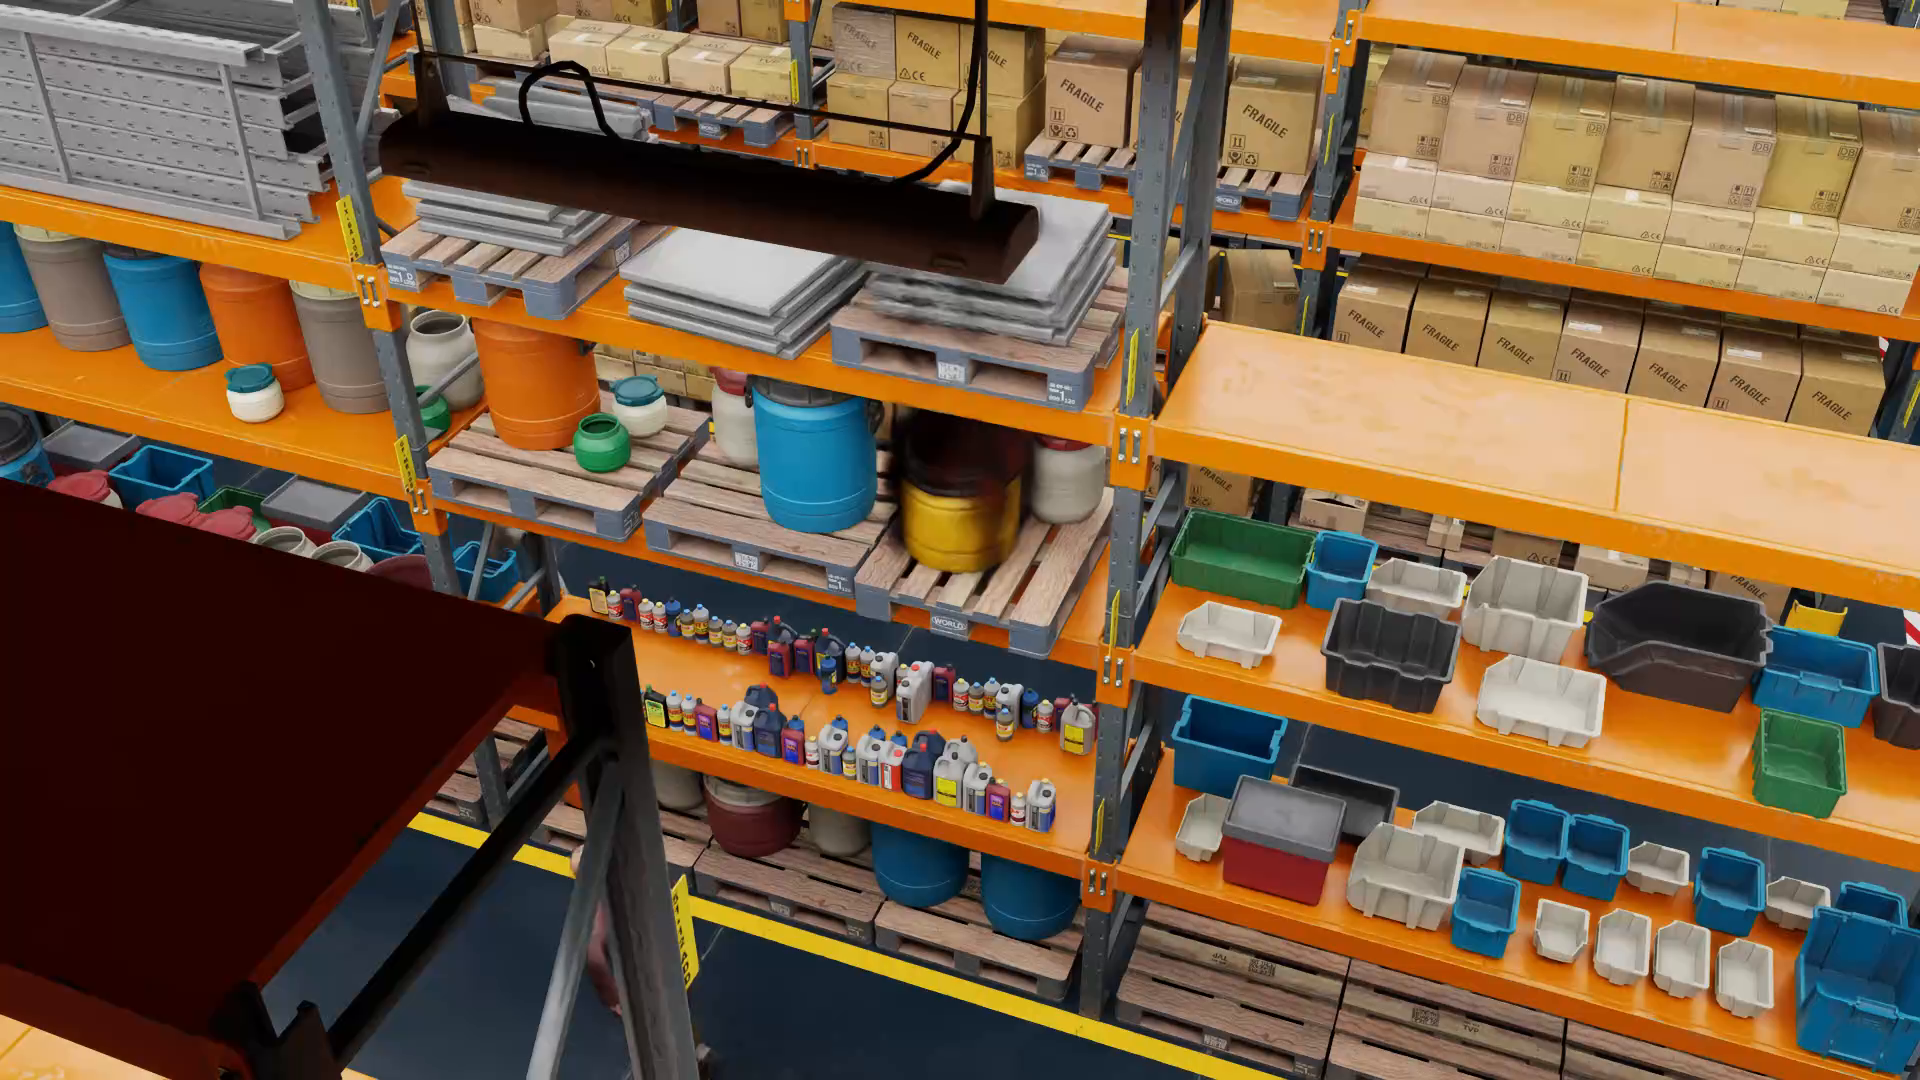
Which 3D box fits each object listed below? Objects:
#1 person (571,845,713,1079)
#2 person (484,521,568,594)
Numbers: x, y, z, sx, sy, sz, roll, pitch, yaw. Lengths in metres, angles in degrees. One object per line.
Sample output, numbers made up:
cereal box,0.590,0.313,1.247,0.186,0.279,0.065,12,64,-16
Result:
person,-1.735,2.332,8.917,0.869,1.588,0.739,19,41,24
person,-3.250,-0.111,12.103,0.939,1.616,0.565,26,44,31
